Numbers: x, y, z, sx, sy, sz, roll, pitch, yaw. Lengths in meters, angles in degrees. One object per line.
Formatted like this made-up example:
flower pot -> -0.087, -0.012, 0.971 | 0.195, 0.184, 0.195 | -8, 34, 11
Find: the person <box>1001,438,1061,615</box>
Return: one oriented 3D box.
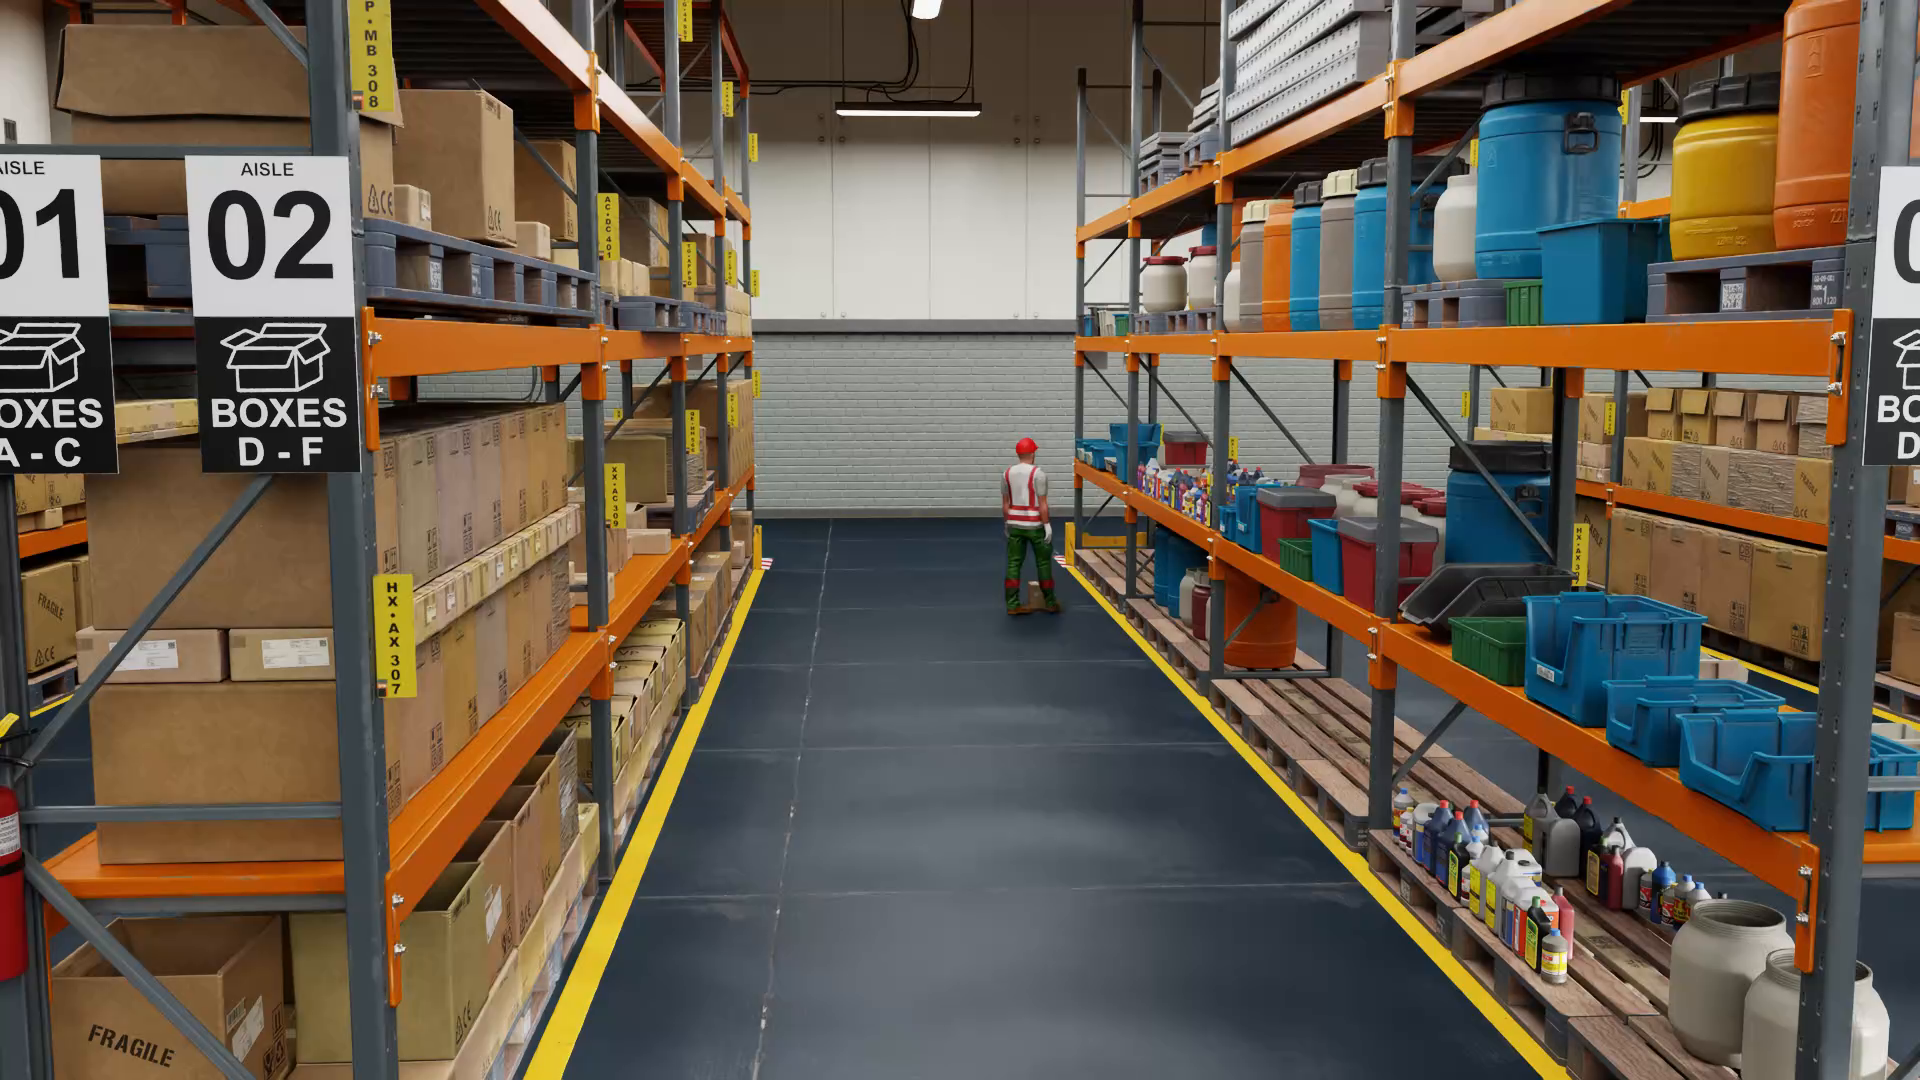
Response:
person -> 0.751, -0.153, 16.878 | 0.551, 1.786, 0.633 | 4, 8, 29
